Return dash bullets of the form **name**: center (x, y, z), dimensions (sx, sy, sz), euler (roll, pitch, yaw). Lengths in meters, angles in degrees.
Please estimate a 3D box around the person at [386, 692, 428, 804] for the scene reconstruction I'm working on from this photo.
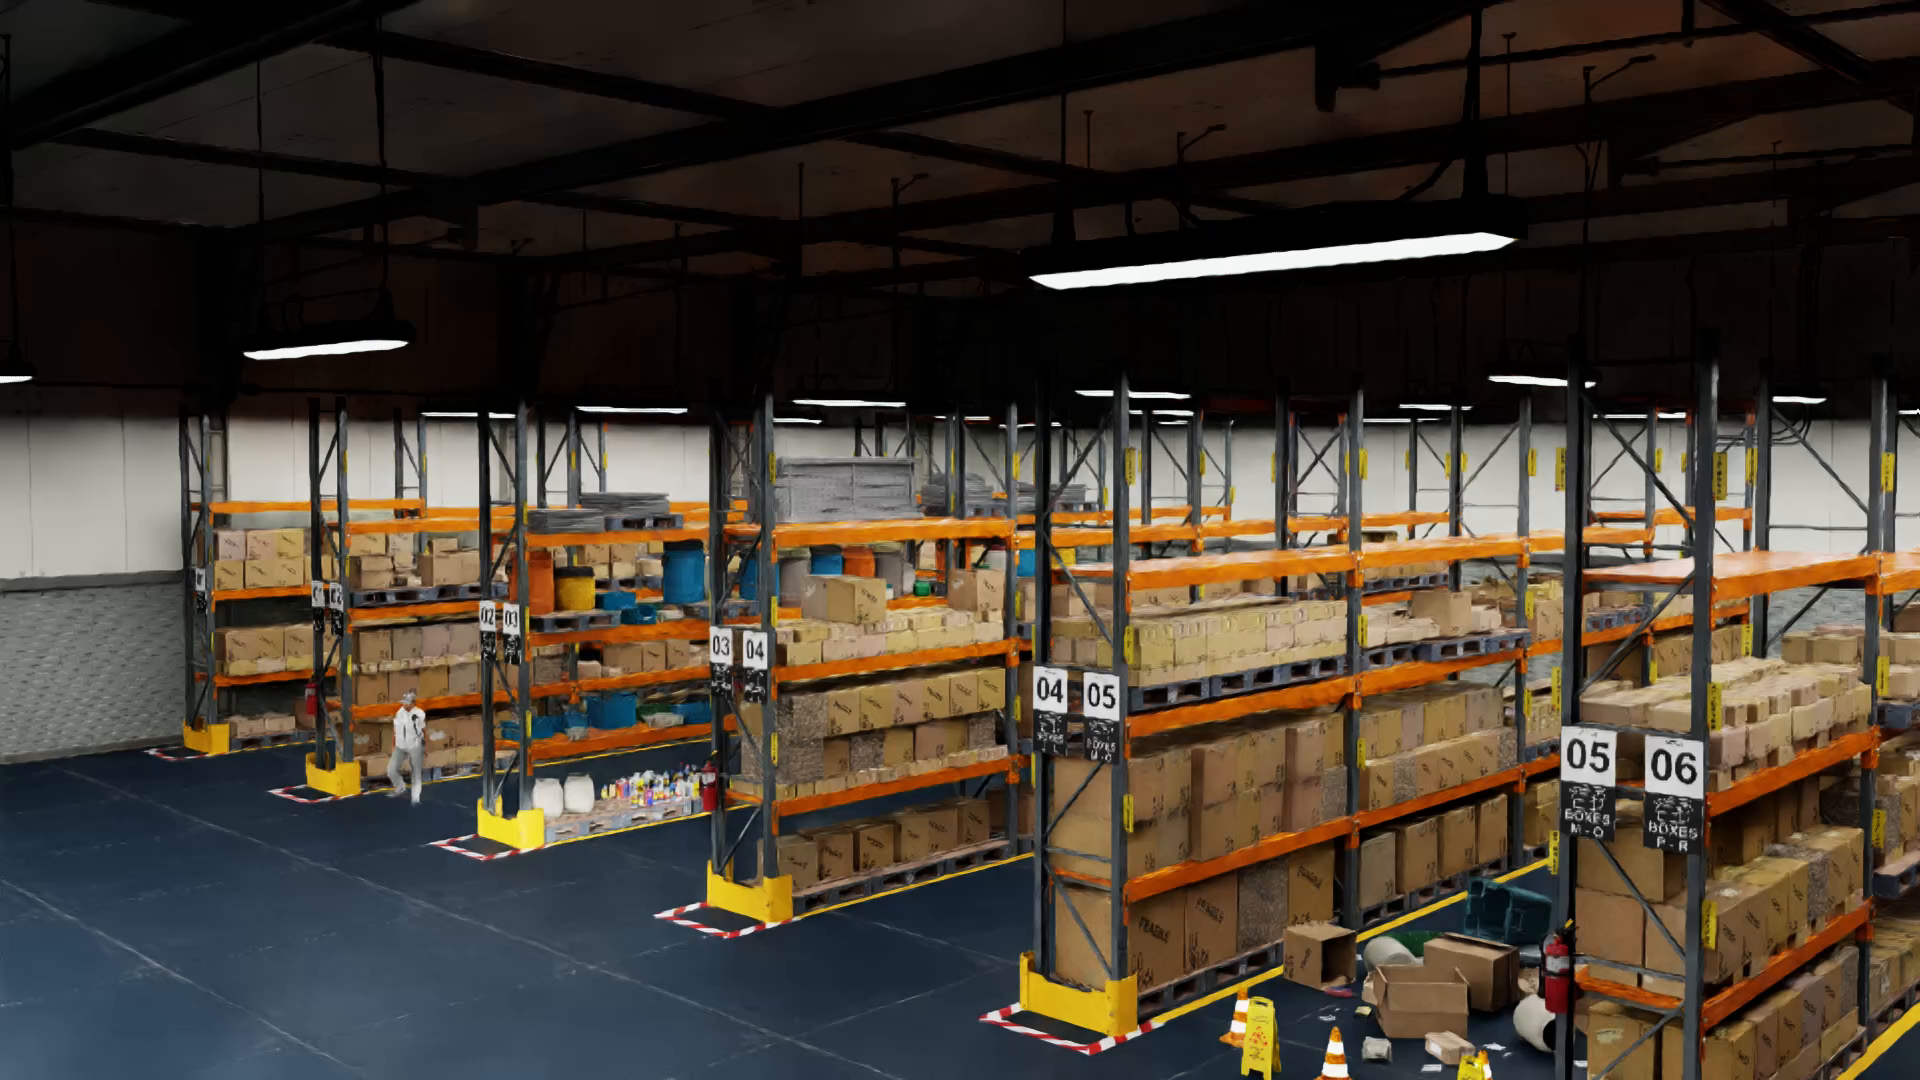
- **person**: center (-8.193, 3.045, 24.538), dimensions (0.673, 1.656, 0.536), euler (0, 3, 3)
